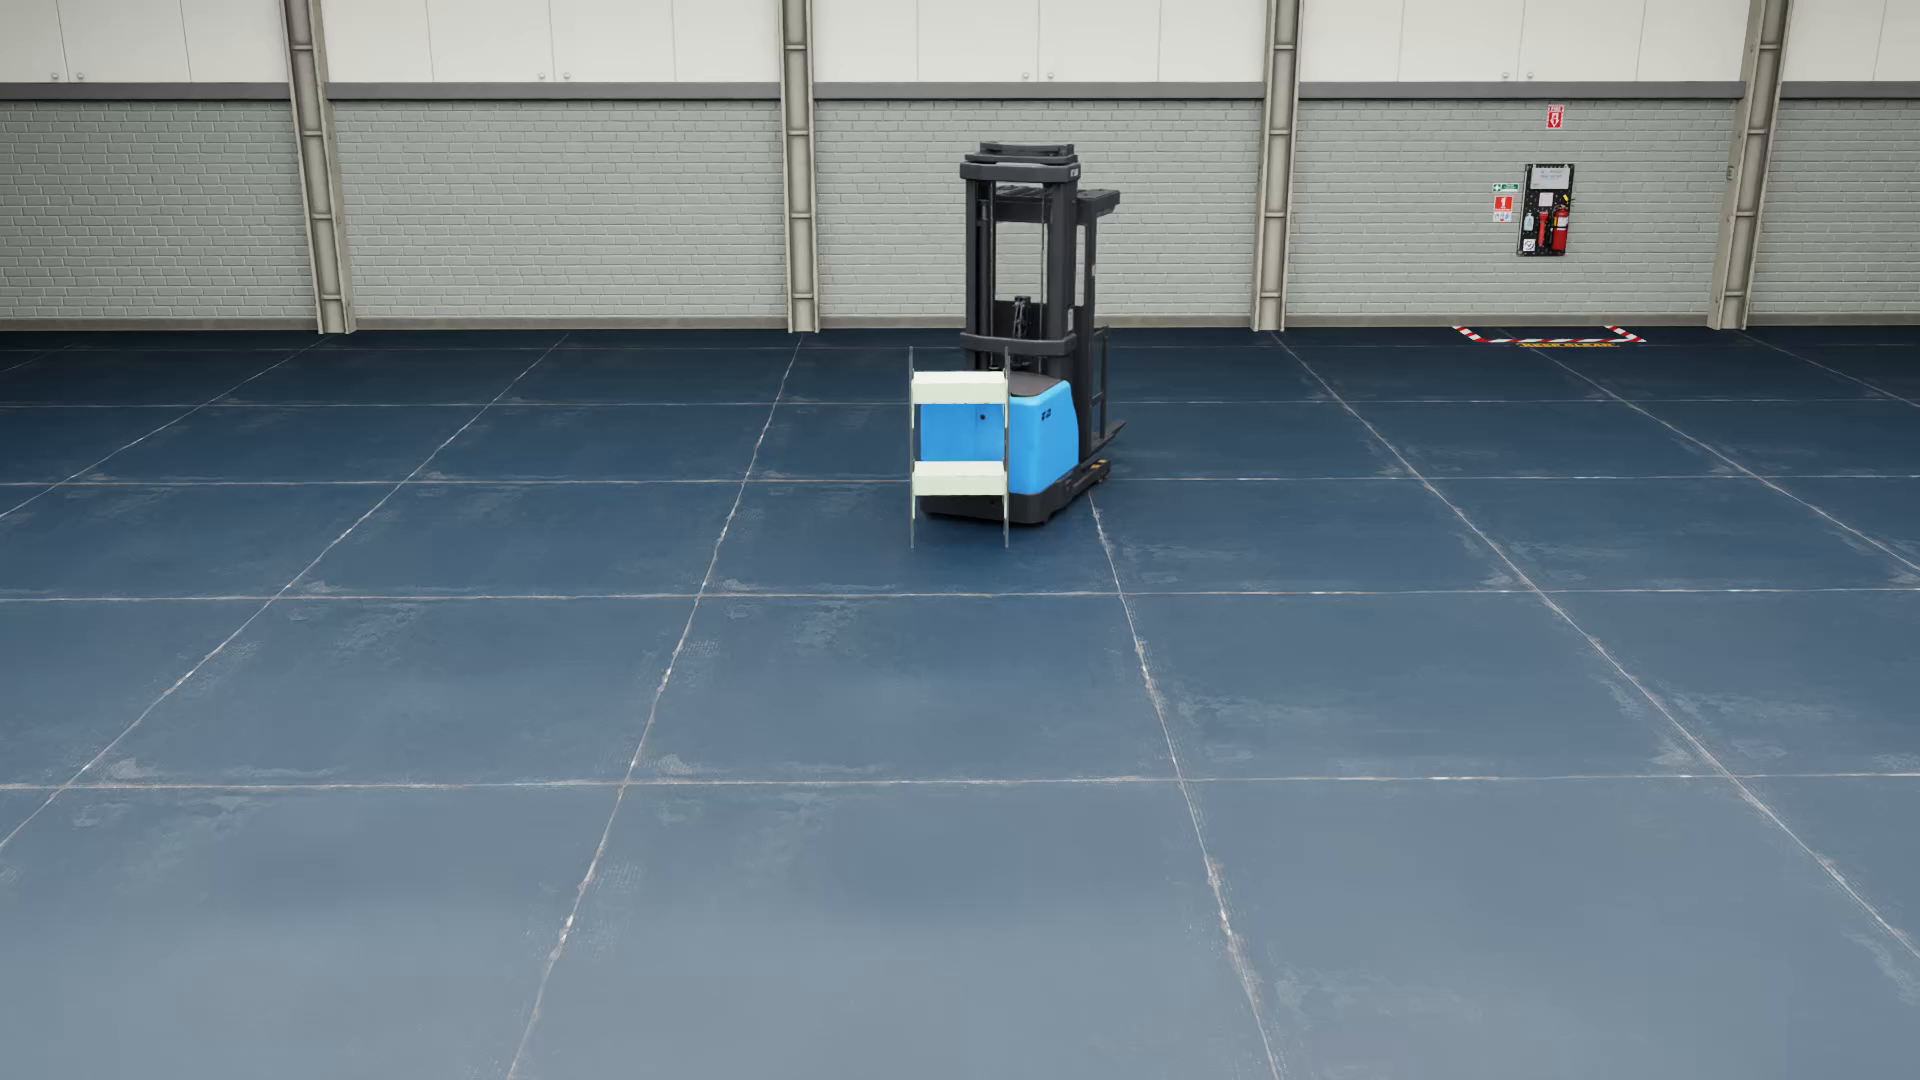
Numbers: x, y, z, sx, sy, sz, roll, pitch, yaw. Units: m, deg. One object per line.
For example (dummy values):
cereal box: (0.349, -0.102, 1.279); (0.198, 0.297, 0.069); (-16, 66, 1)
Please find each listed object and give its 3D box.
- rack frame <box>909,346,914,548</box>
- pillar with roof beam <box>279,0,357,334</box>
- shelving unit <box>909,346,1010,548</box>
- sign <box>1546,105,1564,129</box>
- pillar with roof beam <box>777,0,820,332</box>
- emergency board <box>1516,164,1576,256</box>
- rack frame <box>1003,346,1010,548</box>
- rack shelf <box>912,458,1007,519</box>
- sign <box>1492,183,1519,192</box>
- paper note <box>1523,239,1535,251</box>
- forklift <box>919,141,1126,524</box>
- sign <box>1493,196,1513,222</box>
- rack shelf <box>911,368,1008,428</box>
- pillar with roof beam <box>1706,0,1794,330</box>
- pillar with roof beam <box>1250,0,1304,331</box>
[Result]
rack frame: (-0.373, -0.712, 12.813); (0.023, 1.500, 0.400); (0, 18, -1)
pillar with roof beam: (-7.944, -5.655, 15.945); (0.400, 9.000, 9.100); (0, 18, -1)
shelving unit: (-0.007, -0.714, 12.818); (0.755, 1.500, 0.431); (0, 18, -1)
sign: (7.505, -5.334, 20.970); (0.199, 0.298, 0.001); (0, 18, -1)
pillar with roof beam: (-1.945, -5.684, 16.035); (0.400, 9.000, 9.100); (0, 18, -1)
emergency board: (7.514, -4.200, 21.229); (0.643, 1.169, 0.194); (0, 18, -1)
rack frame: (0.359, -0.716, 12.824); (0.023, 1.500, 0.400); (0, 18, -1)
rack shelf: (-0.007, -0.404, 12.918); (0.720, 0.370, 0.431); (0, 18, -1)
sign: (6.965, -4.495, 21.225); (0.331, 0.109, 0.001); (0, 18, -1)
paper note: (7.336, -3.801, 21.427); (0.142, 0.148, 0.016); (0, 18, -1)
forklift: (0.699, -1.934, 14.279); (1.130, 2.935, 3.031); (7, 19, 21)
sign: (6.960, -4.246, 21.314); (0.234, 0.329, 0.001); (0, 18, -1)
rack shelf: (-0.007, -1.086, 12.699); (0.720, 0.370, 0.431); (0, 18, -1)
pillar with roof beam: (10.054, -5.742, 16.215); (0.400, 9.000, 9.100); (0, 18, -1)
pillar with roof beam: (4.055, -5.713, 16.125); (0.400, 9.000, 9.100); (0, 18, -1)
